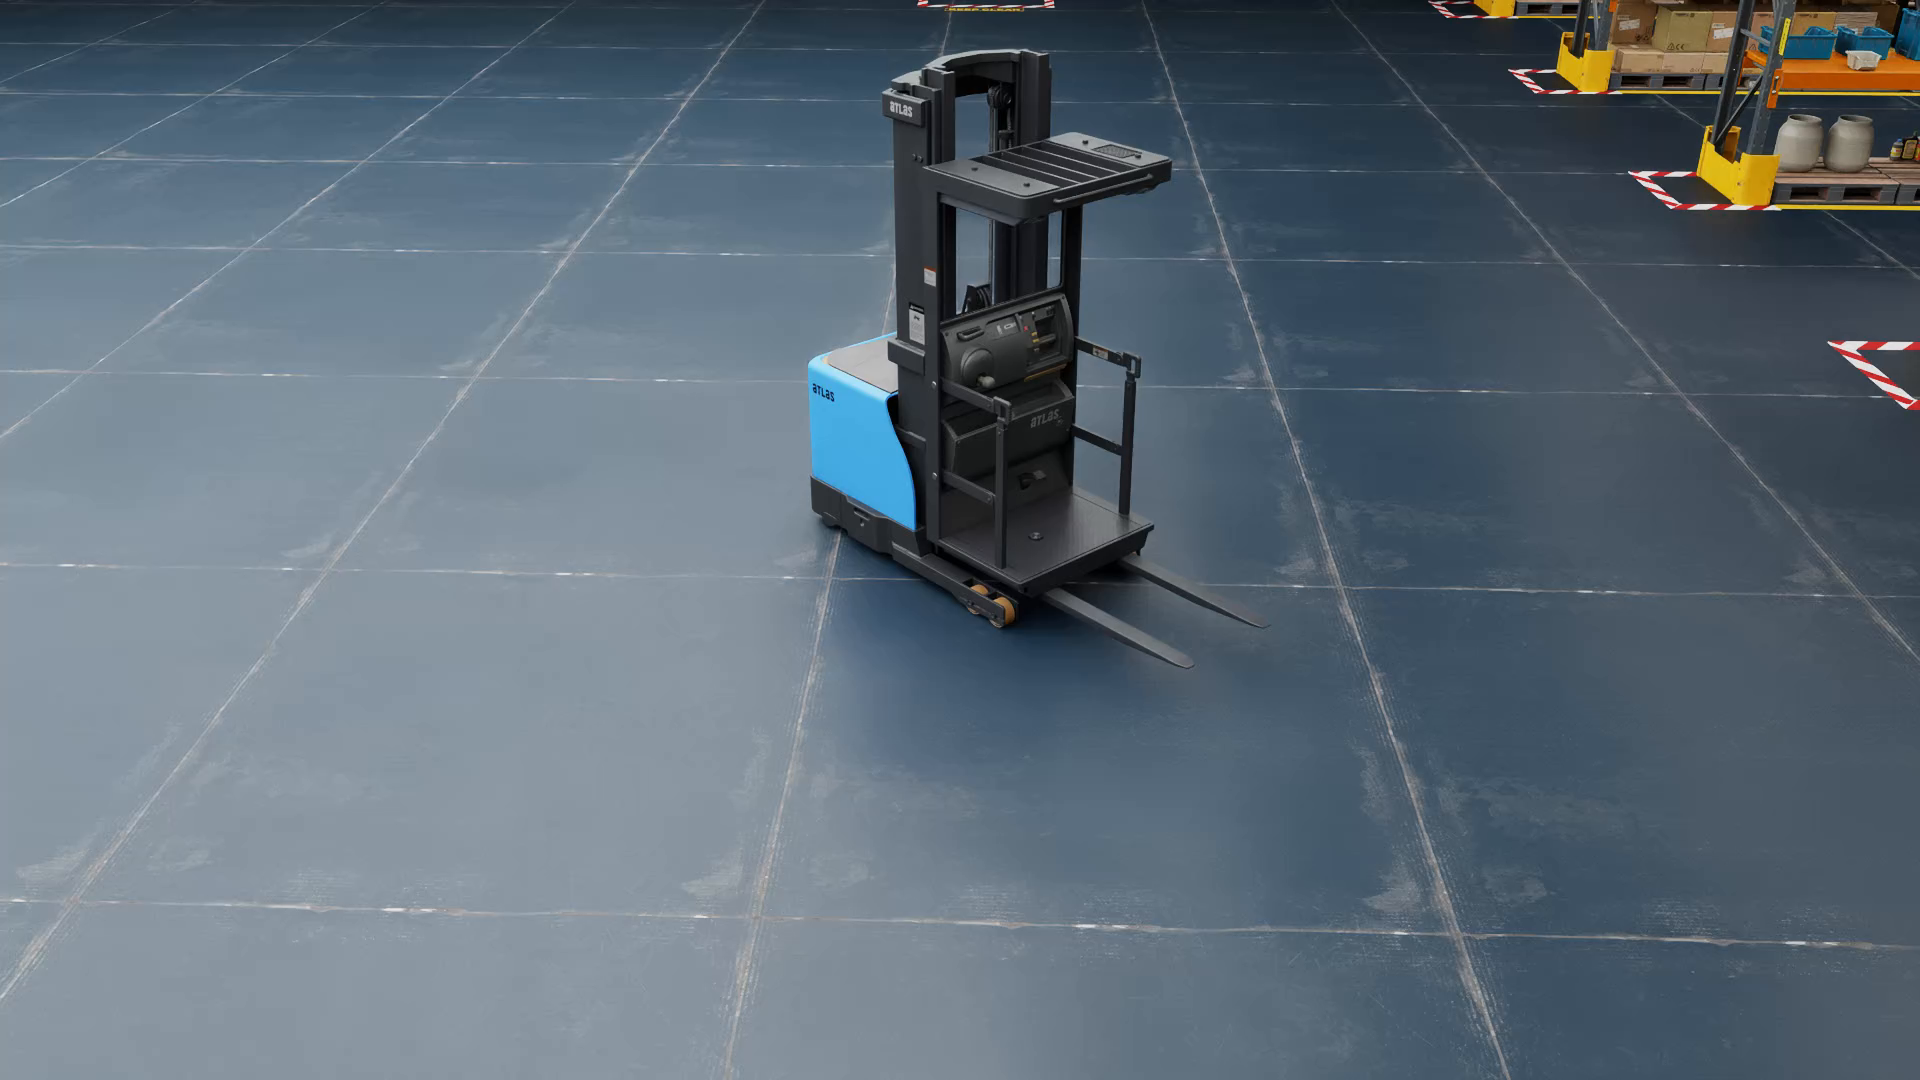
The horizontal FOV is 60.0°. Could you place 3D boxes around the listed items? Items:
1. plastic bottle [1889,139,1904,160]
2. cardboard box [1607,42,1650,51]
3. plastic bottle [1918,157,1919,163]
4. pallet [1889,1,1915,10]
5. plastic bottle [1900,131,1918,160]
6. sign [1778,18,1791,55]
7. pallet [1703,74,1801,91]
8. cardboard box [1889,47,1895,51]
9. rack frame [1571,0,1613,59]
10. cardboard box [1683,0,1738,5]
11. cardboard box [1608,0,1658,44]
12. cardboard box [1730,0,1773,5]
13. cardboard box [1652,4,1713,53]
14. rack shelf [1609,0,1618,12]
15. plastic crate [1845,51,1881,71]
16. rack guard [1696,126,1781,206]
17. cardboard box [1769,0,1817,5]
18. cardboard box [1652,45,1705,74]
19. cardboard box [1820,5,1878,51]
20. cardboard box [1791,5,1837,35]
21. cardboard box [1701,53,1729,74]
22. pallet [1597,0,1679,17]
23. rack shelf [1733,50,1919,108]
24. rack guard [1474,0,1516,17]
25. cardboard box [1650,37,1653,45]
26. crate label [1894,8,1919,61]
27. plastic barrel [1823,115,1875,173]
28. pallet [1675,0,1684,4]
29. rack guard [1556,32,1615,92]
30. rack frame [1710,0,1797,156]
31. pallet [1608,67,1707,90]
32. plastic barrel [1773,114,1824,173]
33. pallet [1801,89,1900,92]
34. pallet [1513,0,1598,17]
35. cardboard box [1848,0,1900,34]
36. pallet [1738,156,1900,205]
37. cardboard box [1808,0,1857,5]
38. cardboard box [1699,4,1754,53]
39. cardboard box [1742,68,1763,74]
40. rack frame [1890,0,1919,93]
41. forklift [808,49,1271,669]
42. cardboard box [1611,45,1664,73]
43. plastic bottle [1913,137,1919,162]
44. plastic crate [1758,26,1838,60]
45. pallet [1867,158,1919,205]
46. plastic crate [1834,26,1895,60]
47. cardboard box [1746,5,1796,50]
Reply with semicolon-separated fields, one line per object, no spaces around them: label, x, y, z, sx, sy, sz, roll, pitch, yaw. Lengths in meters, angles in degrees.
plastic bottle;9.678;-4.032;17.172;0.097;0.201;0.097;0;28;0
cardboard box;8.552;-6.318;21.453;0.500;0.250;0.500;1;28;2
plastic bottle;9.925;-4.002;17.027;0.133;0.283;0.061;1;28;2
pallet;14.174;-8.208;25.508;1.213;0.211;1.003;1;28;2
plastic bottle;9.795;-4.075;17.165;0.133;0.283;0.061;2;28;3
sign;7.803;-4.764;15.740;0.005;0.325;0.100;1;28;2
pallet;9.987;-5.972;21.289;1.213;0.211;1.003;1;28;2
cardboard box;11.532;-6.028;20.906;0.500;0.250;0.500;1;28;2
rack frame;8.005;-7.218;20.664;0.127;3.000;1.000;1;28;2
cardboard box;9.552;-6.641;21.261;0.500;0.500;0.500;1;28;2
cardboard box;8.552;-6.650;21.280;0.500;0.500;0.500;1;28;2
cardboard box;10.051;-6.632;21.245;0.500;0.500;0.500;1;28;2
cardboard box;9.033;-6.400;20.807;0.500;0.500;0.500;1;28;2
rack shelf;10.004;-6.867;20.770;4.000;0.370;1.077;1;28;2
plastic crate;8.710;-4.618;16.040;0.250;0.136;0.298;1;28;2
rack guard;7.904;-3.816;16.915;0.348;0.500;1.175;1;28;2
cardboard box;10.551;-6.625;21.231;0.500;0.500;0.500;1;28;2
cardboard box;9.033;-6.069;20.984;0.500;0.250;0.500;1;28;2
cardboard box;11.032;-6.373;20.756;0.500;0.500;0.500;1;28;2
cardboard box;10.532;-6.379;20.768;0.500;0.500;0.500;1;28;2
cardboard box;9.533;-6.061;20.968;0.500;0.250;0.500;1;28;2
pallet;10.279;-8.252;25.591;1.213;0.211;1.003;1;28;2
rack shelf;9.825;-4.549;16.396;4.000;0.370;1.077;1;28;2
rack guard;8.252;-8.431;25.621;0.348;0.500;1.175;1;28;2
cardboard box;9.052;-6.315;21.448;0.500;0.250;0.500;1;28;2
crate label;9.676;-5.011;16.463;0.616;0.435;0.502;1;28;2
plastic barrel;8.988;-4.002;16.806;0.421;0.512;0.421;0;28;0
pallet;11.501;-8.233;25.556;1.213;0.211;1.003;1;28;2
rack guard;7.981;-6.114;21.250;0.348;0.500;1.175;1;28;2
rack frame;7.827;-4.900;16.290;0.127;3.000;1.000;1;28;2
pallet;8.771;-5.993;21.330;1.213;0.211;1.003;1;28;2
plastic barrel;8.487;-4.011;16.821;0.421;0.512;0.421;0;28;0
pallet;11.209;-5.953;21.254;1.213;0.211;1.003;1;28;2
pallet;9.063;-8.273;25.632;1.213;0.211;1.003;1;28;2
cardboard box;11.550;-6.608;21.200;0.500;0.500;0.500;1;28;2
pallet;8.716;-3.672;16.952;1.213;0.211;1.003;1;28;2
cardboard box;11.050;-6.613;21.208;0.500;0.500;0.500;1;28;2
cardboard box;9.533;-6.397;20.802;0.500;0.500;0.500;1;28;2
cardboard box;10.032;-6.050;20.948;0.500;0.250;0.500;1;28;2
rack frame;12.003;-7.152;20.539;0.127;3.000;1.000;1;28;2
forklift;0.417;-1.074;9.147;1.130;2.935;3.031;-23;35;-36
cardboard box;8.533;-6.076;20.996;0.500;0.250;0.500;1;28;2
plastic bottle;9.928;-4.048;17.123;0.135;0.276;0.152;1;28;2
plastic crate;8.337;-4.966;16.573;0.616;0.251;0.499;1;28;2
pallet;9.932;-3.651;16.912;1.213;0.211;1.003;1;28;2
plastic crate;8.986;-4.952;16.548;0.408;0.251;0.499;1;28;2
cardboard box;10.032;-6.381;20.771;0.500;0.500;0.500;1;28;2
